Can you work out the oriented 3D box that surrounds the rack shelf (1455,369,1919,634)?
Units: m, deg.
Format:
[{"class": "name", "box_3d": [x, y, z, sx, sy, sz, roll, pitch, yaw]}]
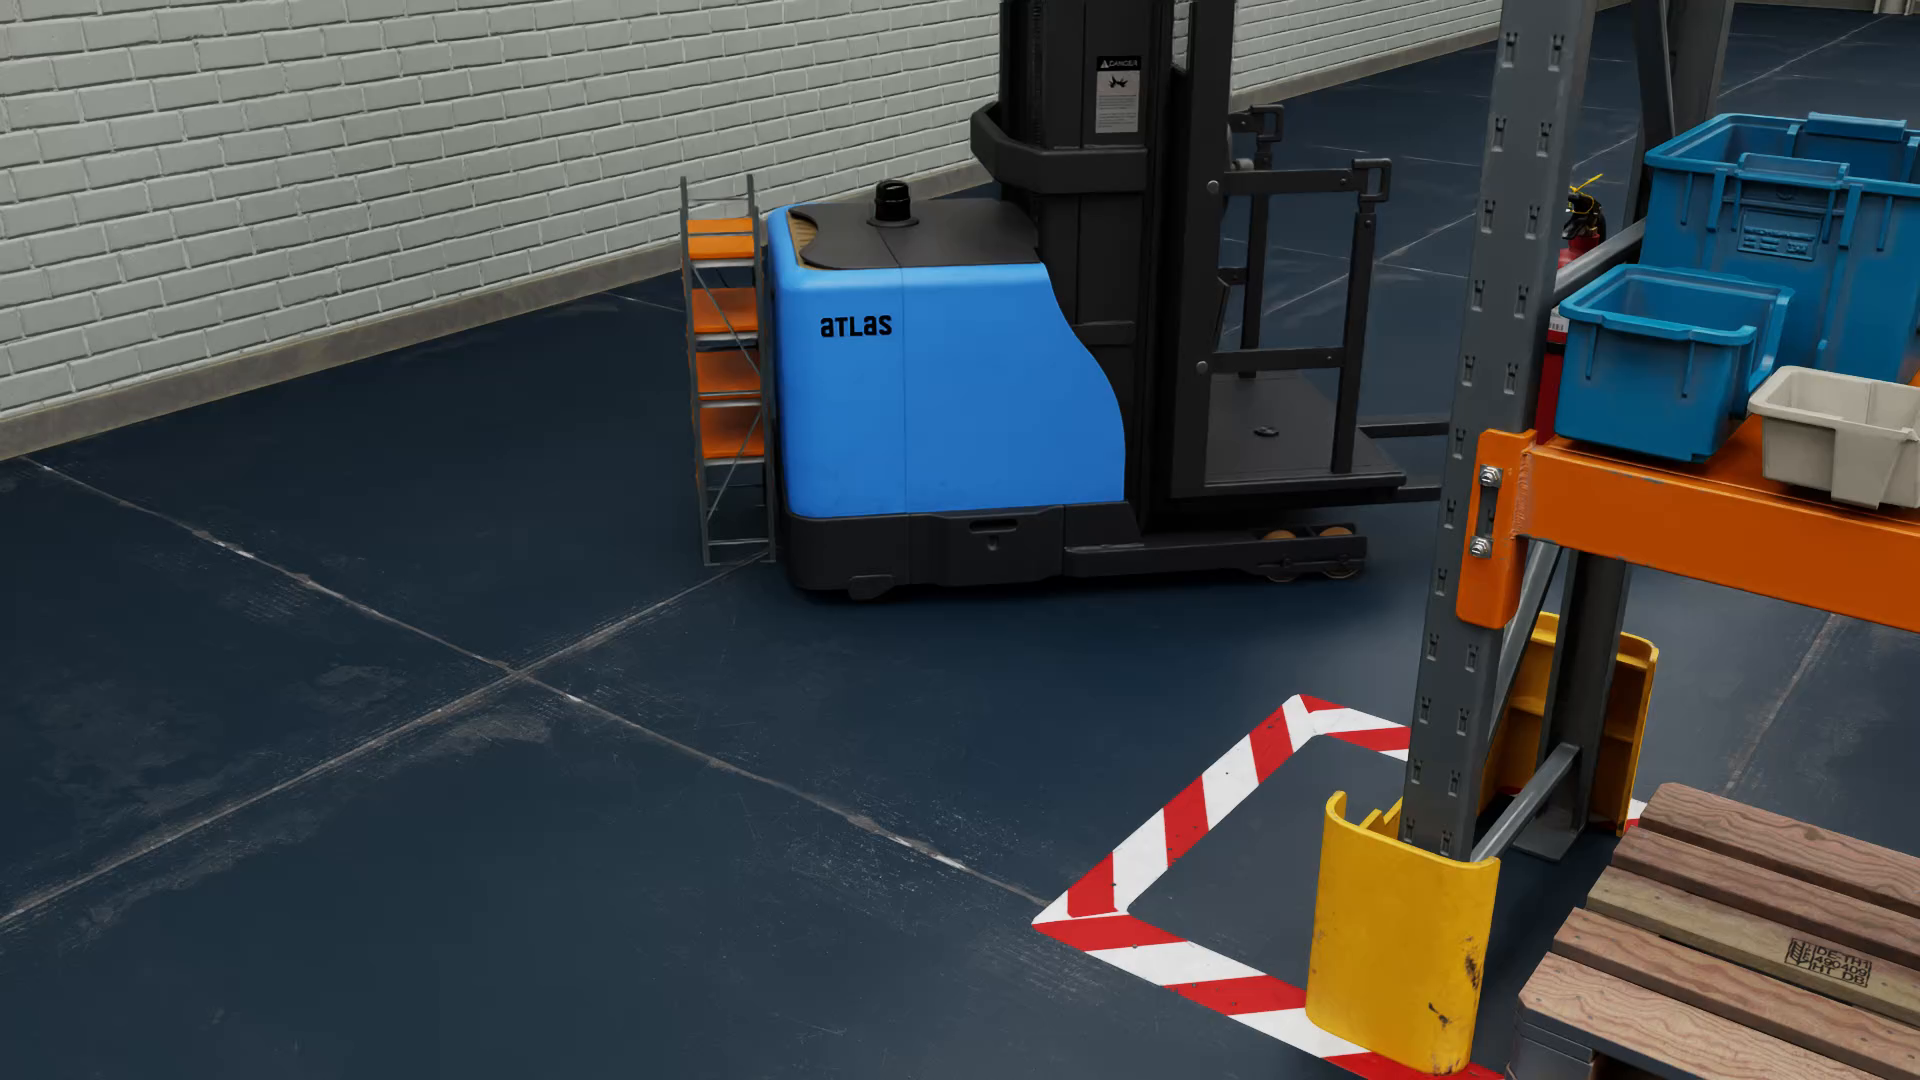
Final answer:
[{"class": "rack shelf", "box_3d": [2.815, 0.294, 2.256, 4.000, 0.370, 1.077, 17, 29, 33]}]

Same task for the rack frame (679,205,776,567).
[{"class": "rack frame", "box_3d": [-0.736, -0.468, 5.324, 0.240, 1.200, 0.015, -3, 24, -8]}]

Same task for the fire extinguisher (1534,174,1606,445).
[{"class": "fire extinguisher", "box_3d": [1.367, -0.496, 3.715, 0.183, 0.674, 0.296, 17, 29, 33]}]

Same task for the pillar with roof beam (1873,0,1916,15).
[{"class": "pillar with roof beam", "box_3d": [8.904, -9.216, 15.506, 0.400, 9.000, 9.100, 17, 29, 33]}]

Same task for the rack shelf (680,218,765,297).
[{"class": "rack shelf", "box_3d": [-0.772, -0.925, 5.386, 0.258, 0.148, 0.480, -3, 24, -8]}]

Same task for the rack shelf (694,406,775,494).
[{"class": "rack shelf", "box_3d": [-0.772, -0.322, 5.652, 0.258, 0.148, 0.480, -3, 24, -8]}]

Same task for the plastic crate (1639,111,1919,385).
[{"class": "plastic crate", "box_3d": [1.595, -0.542, 3.142, 0.499, 0.435, 0.616, 17, 29, 33]}]

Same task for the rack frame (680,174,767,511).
[{"class": "rack frame", "box_3d": [-0.808, -0.662, 5.765, 0.240, 1.200, 0.015, -3, 24, -8]}]

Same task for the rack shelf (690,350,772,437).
[{"class": "rack shelf", "box_3d": [-0.772, -0.504, 5.572, 0.258, 0.148, 0.480, -3, 24, -8]}]

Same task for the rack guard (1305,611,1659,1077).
[{"class": "rack guard", "box_3d": [1.188, 0.623, 3.716, 0.348, 0.500, 1.175, 17, 29, 33]}]

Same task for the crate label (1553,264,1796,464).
[{"class": "crate label", "box_3d": [1.215, -0.304, 2.853, 0.303, 0.233, 0.416, 17, 29, 33]}]

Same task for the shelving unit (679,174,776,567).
[{"class": "shelving unit", "box_3d": [-0.772, -0.565, 5.545, 0.258, 1.200, 0.503, -3, 24, -8]}]

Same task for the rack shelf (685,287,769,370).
[{"class": "rack shelf", "box_3d": [-0.772, -0.708, 5.481, 0.258, 0.148, 0.480, -3, 24, -8]}]

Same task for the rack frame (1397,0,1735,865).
[{"class": "rack frame", "box_3d": [1.215, -0.519, 3.208, 0.127, 3.000, 1.000, 17, 29, 33]}]

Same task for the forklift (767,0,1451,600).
[{"class": "forklift", "box_3d": [0.890, -1.410, 5.315, 3.031, 2.935, 1.130, -3, 24, -8]}]

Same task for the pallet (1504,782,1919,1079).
[{"class": "pallet", "box_3d": [1.852, 0.969, 3.289, 1.213, 0.211, 1.003, 17, 29, 33]}]

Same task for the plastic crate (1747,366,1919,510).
[{"class": "plastic crate", "box_3d": [1.422, -0.156, 2.636, 0.298, 0.136, 0.250, 17, 29, 33]}]
